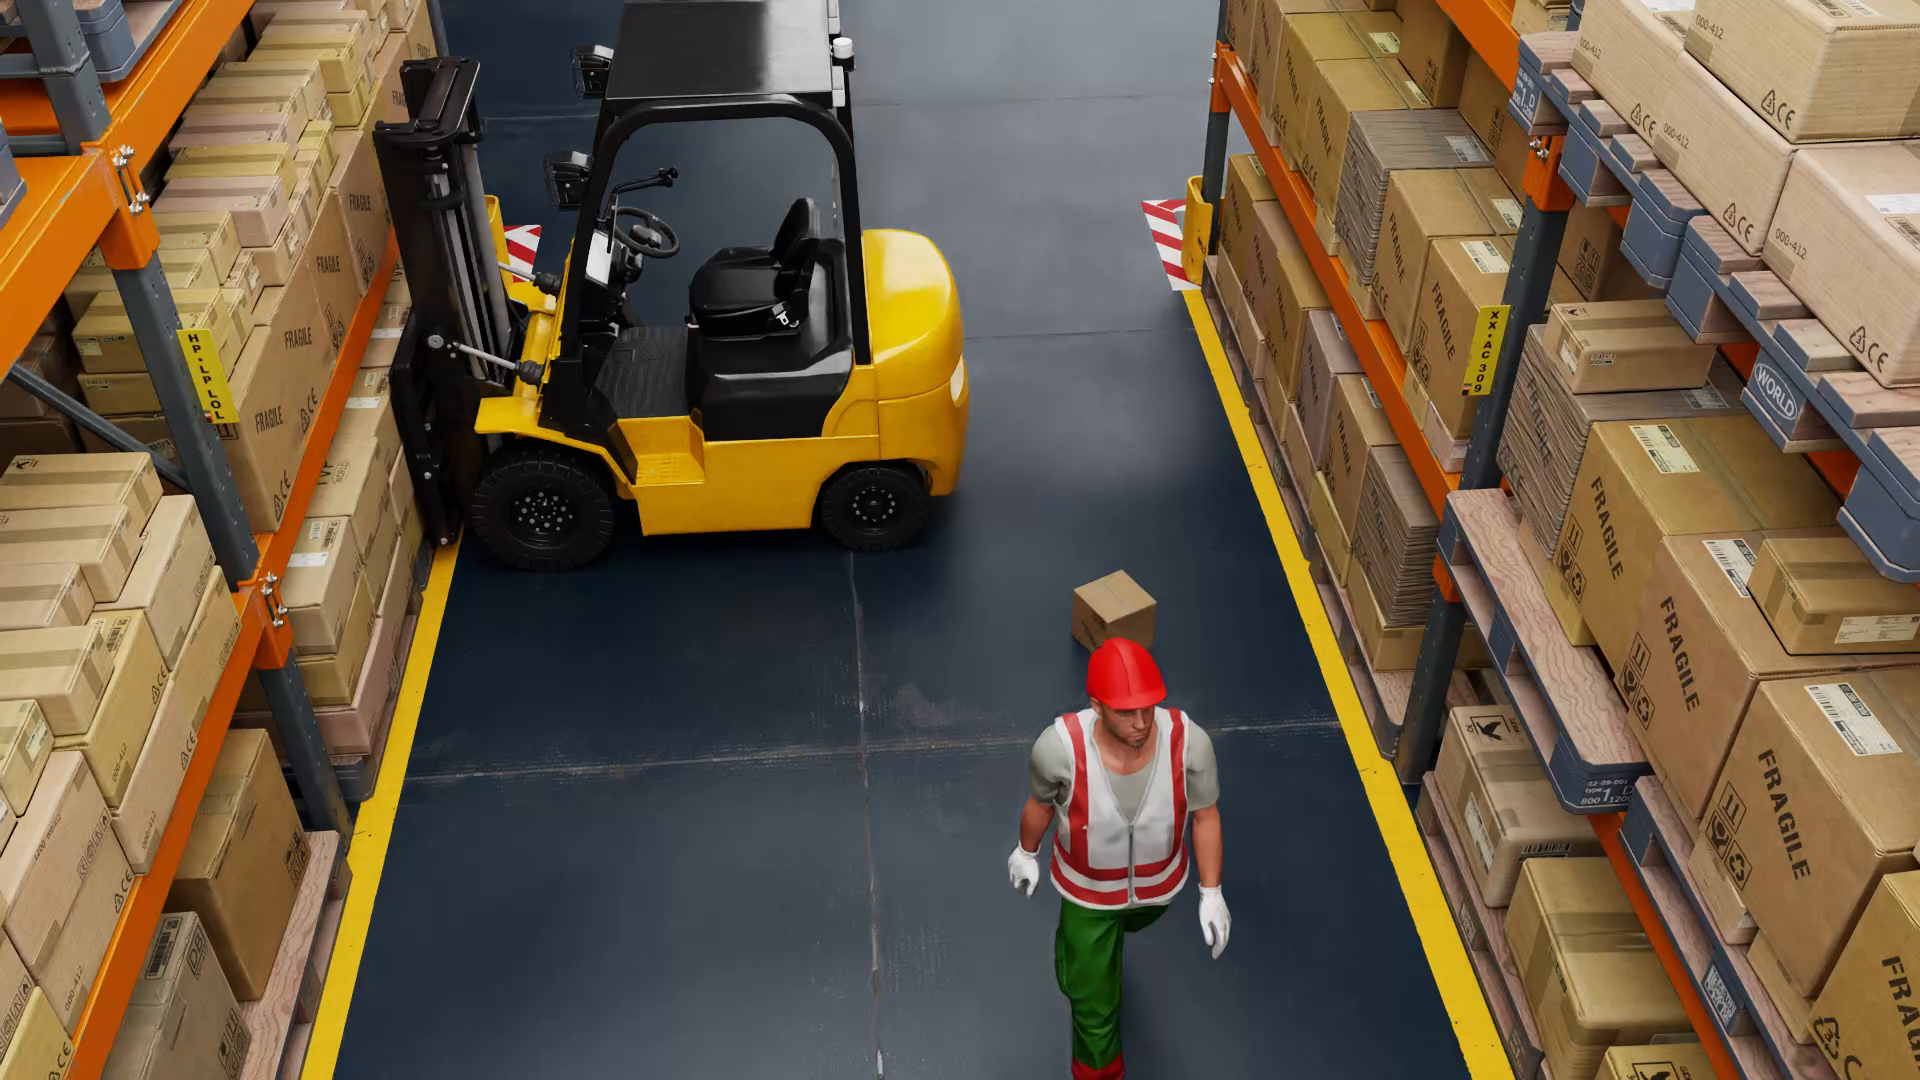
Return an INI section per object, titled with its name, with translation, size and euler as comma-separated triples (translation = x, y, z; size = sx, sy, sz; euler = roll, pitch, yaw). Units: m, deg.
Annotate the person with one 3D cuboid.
[person]
translation = 0.474, 1.012, 4.882
size = 0.584, 1.735, 1.098
euler = -7, 39, -9
